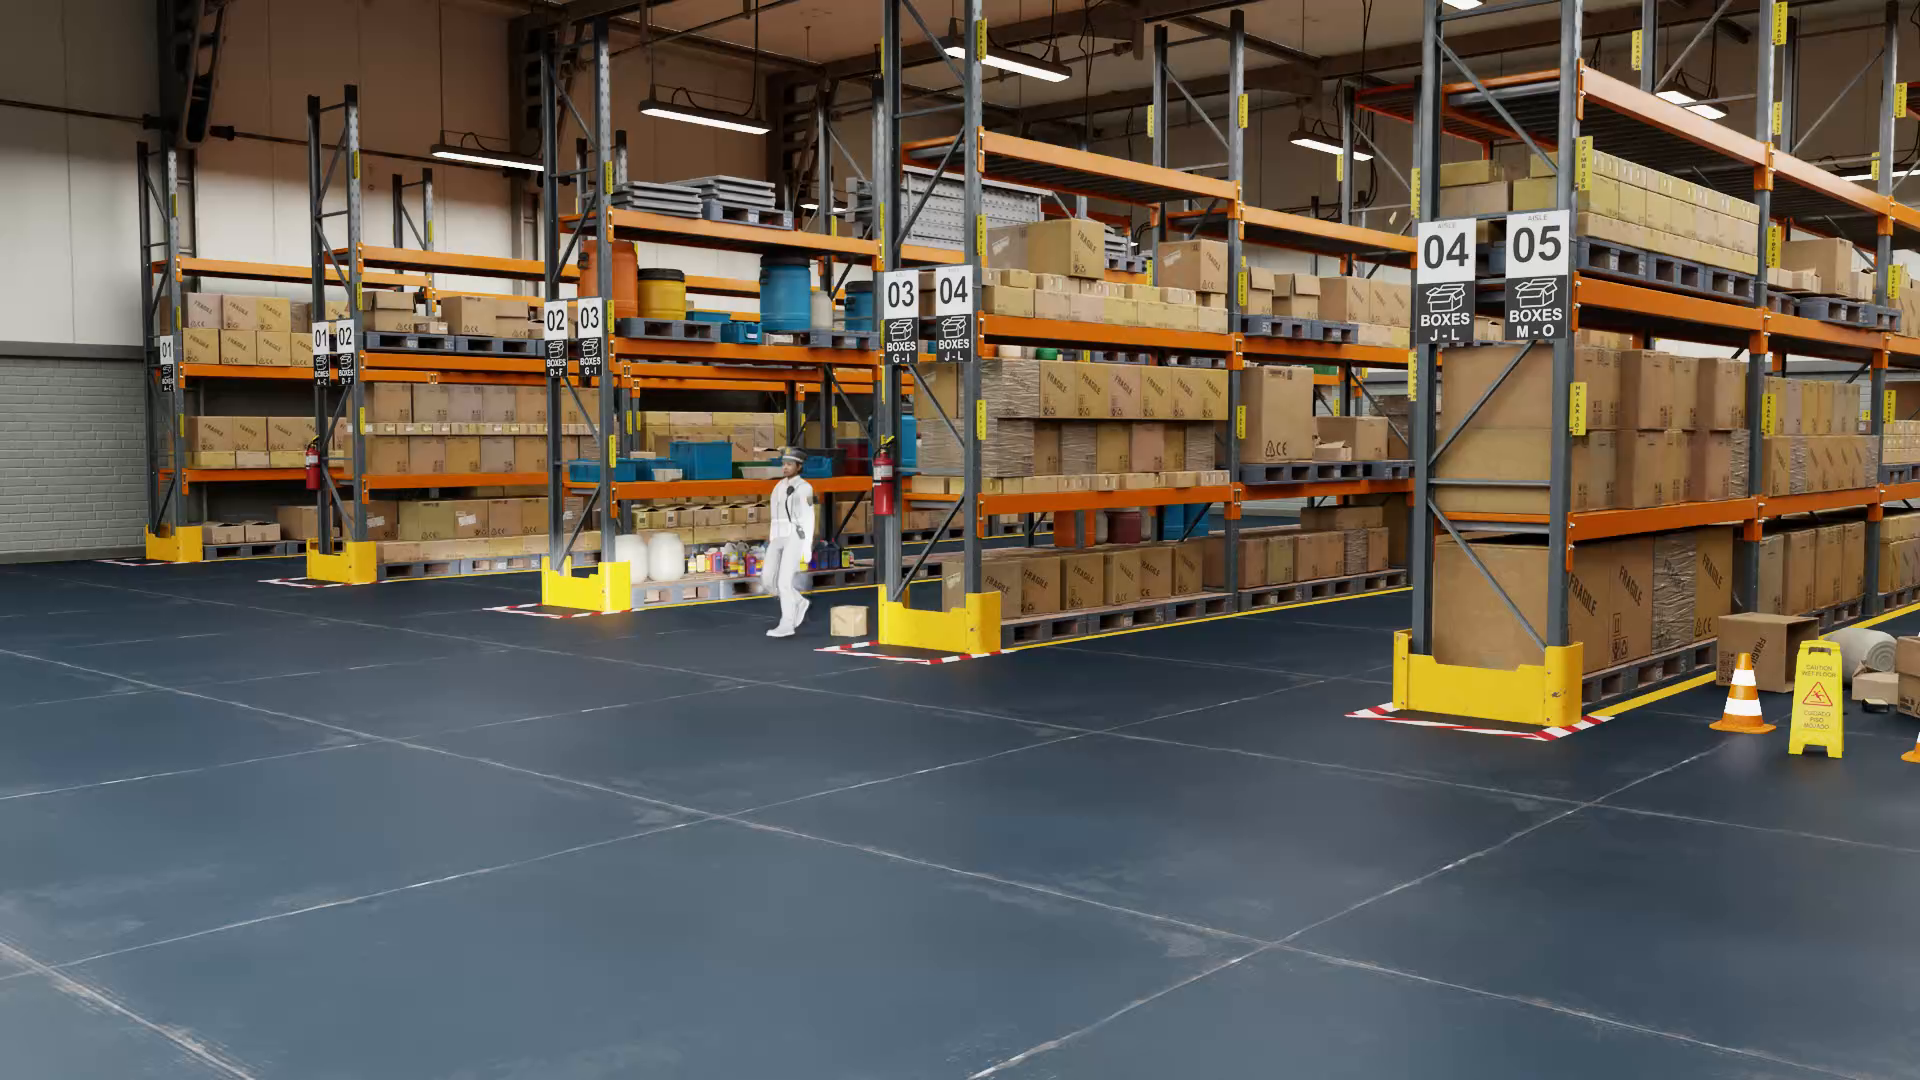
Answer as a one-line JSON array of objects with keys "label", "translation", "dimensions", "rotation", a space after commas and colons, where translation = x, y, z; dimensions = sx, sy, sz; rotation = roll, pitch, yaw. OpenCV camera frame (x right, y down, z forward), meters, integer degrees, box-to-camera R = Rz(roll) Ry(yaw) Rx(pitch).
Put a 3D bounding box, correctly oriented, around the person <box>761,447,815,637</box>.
[{"label": "person", "translation": [-1.513, 0.010, 14.807], "dimensions": [0.536, 1.669, 0.503], "rotation": [-4, 5, -44]}]
